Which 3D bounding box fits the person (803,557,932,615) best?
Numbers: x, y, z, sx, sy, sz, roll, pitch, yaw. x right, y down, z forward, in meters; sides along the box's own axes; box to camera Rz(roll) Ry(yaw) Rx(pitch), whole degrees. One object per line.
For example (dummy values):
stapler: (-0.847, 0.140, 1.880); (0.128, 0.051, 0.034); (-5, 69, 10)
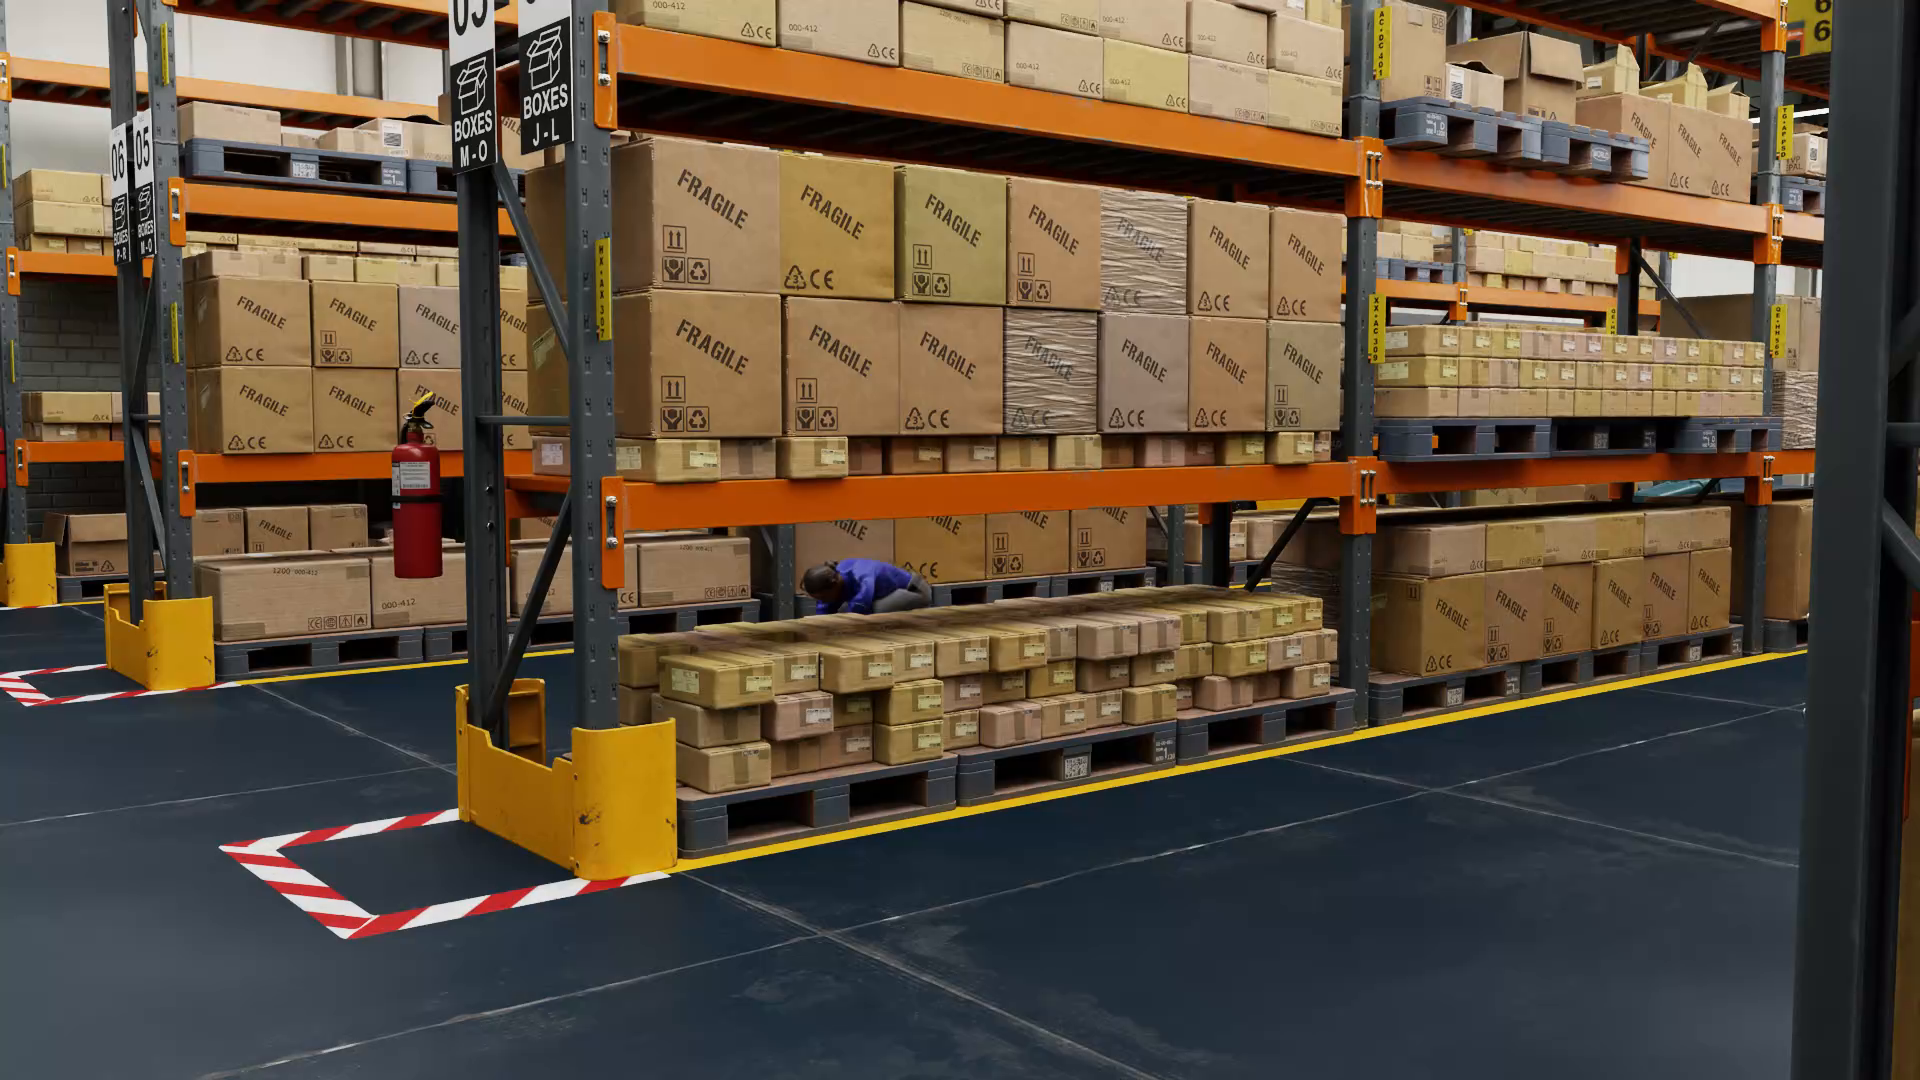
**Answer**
person: (-0.544, 0.461, 9.462); (0.862, 0.742, 0.447); (-4, 6, -40)
